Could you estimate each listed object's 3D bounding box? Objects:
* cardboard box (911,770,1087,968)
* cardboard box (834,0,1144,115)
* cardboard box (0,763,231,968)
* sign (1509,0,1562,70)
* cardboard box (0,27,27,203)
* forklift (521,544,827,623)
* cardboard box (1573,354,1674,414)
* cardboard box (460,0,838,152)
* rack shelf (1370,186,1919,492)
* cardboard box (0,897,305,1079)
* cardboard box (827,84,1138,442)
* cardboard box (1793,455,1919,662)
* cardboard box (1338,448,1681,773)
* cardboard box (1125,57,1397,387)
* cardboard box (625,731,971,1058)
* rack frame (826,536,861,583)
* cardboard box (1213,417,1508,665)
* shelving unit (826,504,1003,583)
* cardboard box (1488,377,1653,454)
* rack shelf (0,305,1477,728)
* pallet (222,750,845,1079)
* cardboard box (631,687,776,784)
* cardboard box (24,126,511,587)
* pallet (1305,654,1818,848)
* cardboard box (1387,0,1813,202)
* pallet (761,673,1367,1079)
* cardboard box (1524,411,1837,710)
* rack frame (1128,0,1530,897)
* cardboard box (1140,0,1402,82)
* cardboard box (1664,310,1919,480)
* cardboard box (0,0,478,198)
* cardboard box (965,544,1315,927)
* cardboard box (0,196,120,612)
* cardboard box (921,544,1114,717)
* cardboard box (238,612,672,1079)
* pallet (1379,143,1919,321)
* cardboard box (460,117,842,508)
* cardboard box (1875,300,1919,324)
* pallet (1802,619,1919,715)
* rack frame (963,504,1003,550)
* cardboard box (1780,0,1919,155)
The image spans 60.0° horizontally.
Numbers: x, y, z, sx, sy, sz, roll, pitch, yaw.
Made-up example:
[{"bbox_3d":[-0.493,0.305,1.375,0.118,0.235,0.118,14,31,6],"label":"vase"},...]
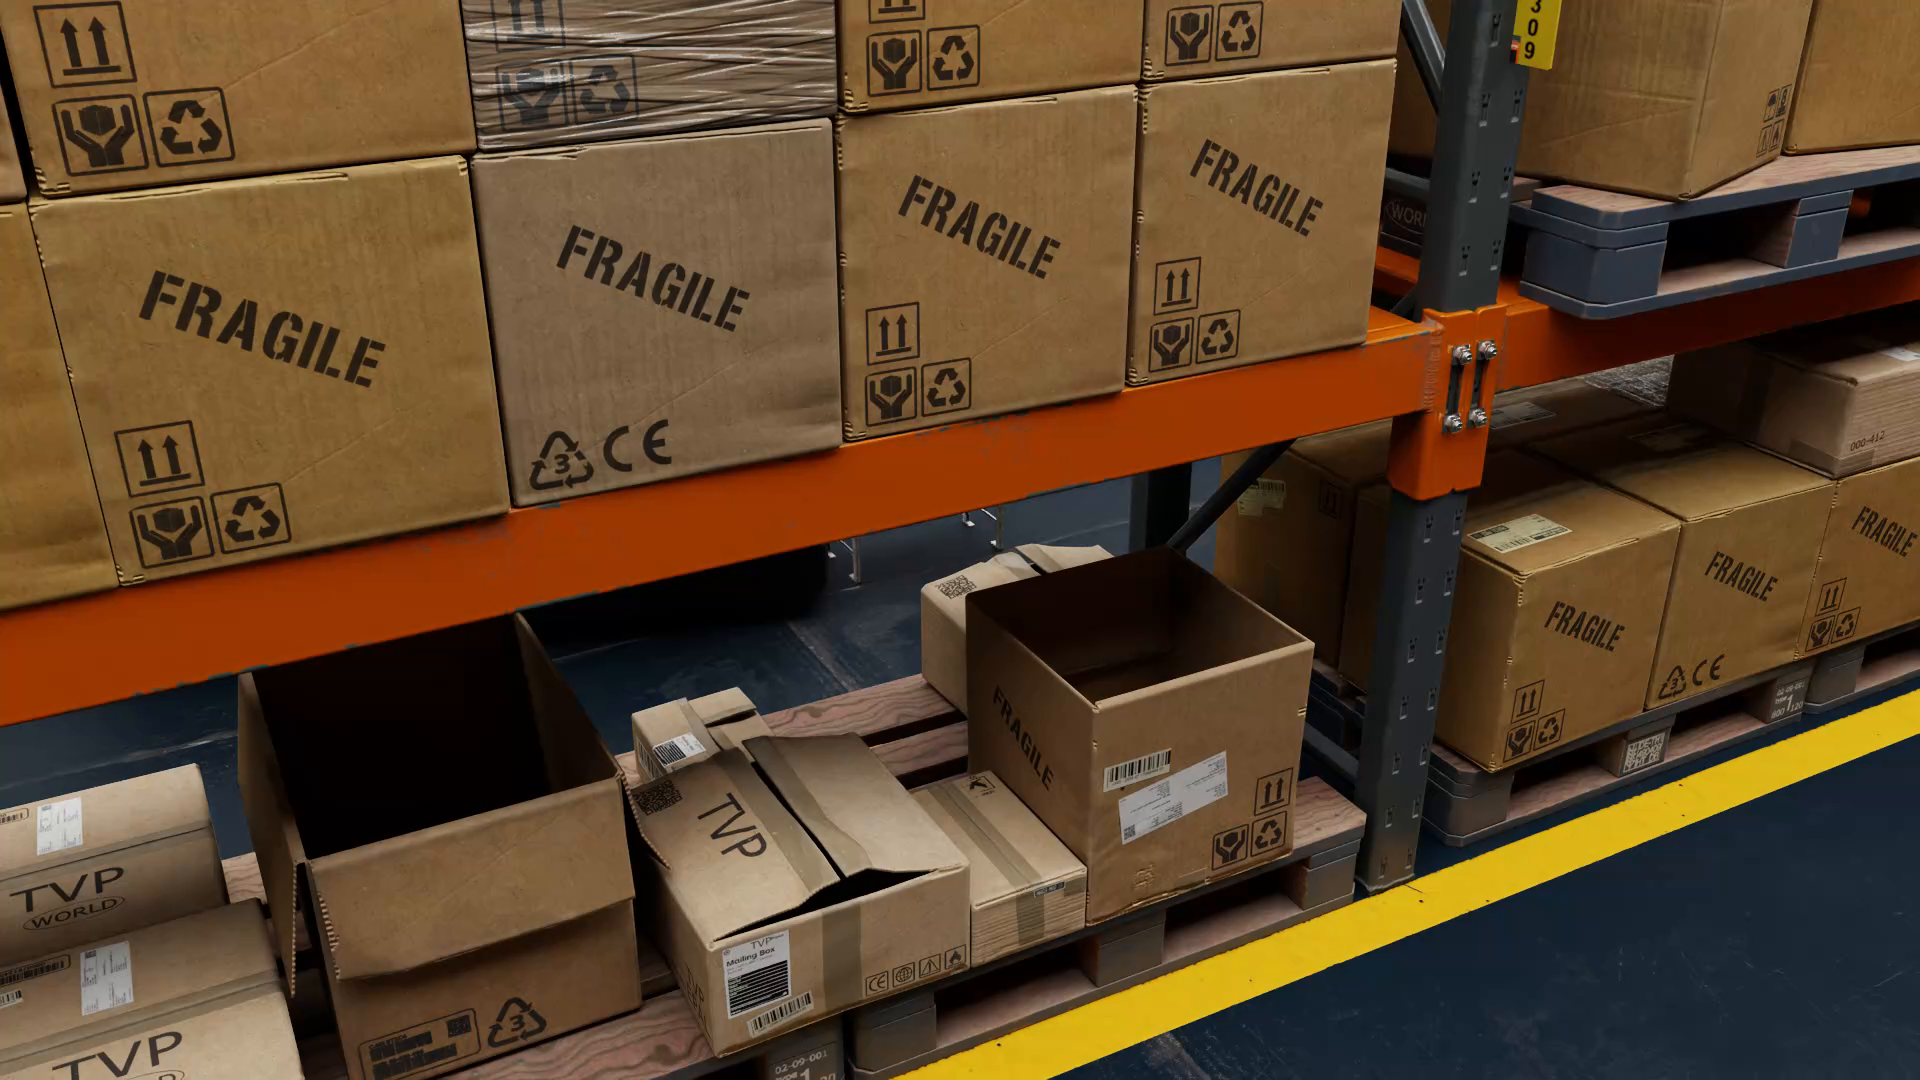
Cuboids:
[{"bbox_3d":[0.043,0.633,3.251,0.250,0.149,0.380,-13,29,-25],"label":"cardboard box"},{"bbox_3d":[-0.060,-0.966,2.525,0.500,0.500,0.500,-14,29,-26],"label":"cardboard box"},{"bbox_3d":[-1.598,0.692,3.012,0.500,0.250,0.500,-13,29,-25],"label":"cardboard box"},{"bbox_3d":[0.977,-0.962,2.787,0.005,0.325,0.100,-13,29,-25],"label":"sign"},{"bbox_3d":[-1.397,-0.657,1.883,0.500,0.500,0.500,-13,28,-24],"label":"cardboard box"},{"bbox_3d":[-1.951,-1.216,4.396,3.031,2.935,1.130,-4,26,-8],"label":"forklift"},{"bbox_3d":[1.898,-0.258,4.701,0.500,0.500,0.500,-13,28,-24],"label":"cardboard box"},{"bbox_3d":[-0.505,-0.863,2.311,0.500,0.500,0.500,-13,28,-25],"label":"cardboard box"},{"bbox_3d":[2.480,-0.860,4.407,4.000,0.370,1.077,-13,29,-25],"label":"rack shelf"},{"bbox_3d":[-1.319,0.873,2.635,0.500,0.250,0.500,-13,29,-25],"label":"cardboard box"},{"bbox_3d":[-0.060,-0.517,2.745,0.500,0.500,0.500,-12,28,-24],"label":"cardboard box"},{"bbox_3d":[2.166,-0.066,4.301,0.500,0.500,0.500,-13,28,-24],"label":"cardboard box"},{"bbox_3d":[1.256,0.146,3.860,0.500,0.500,0.500,-14,29,-27],"label":"cardboard box"},{"bbox_3d":[0.395,-0.622,2.965,0.500,0.500,0.500,-12,28,-24],"label":"cardboard box"},{"bbox_3d":[-0.316,0.614,3.104,0.500,0.311,0.500,-13,29,-25],"label":"cardboard box"},{"bbox_3d":[-0.360,-0.458,4.817,0.015,1.200,0.240,-13,29,-25],"label":"rack frame"},{"bbox_3d":[1.015,-0.059,4.286,0.500,0.500,0.500,-13,29,-25],"label":"cardboard box"},{"bbox_3d":[-0.144,-0.508,4.920,0.503,1.200,0.258,-13,29,-25],"label":"shelving unit"},{"bbox_3d":[1.456,-0.156,4.489,0.500,0.500,0.500,-13,29,-25],"label":"cardboard box"},{"bbox_3d":[-1.050,-0.045,2.710,4.000,0.370,1.077,-13,29,-25],"label":"rack shelf"},{"bbox_3d":[-0.969,0.870,3.195,1.213,0.211,1.003,-13,29,-25],"label":"pallet"},{"bbox_3d":[-0.516,0.485,3.540,0.250,0.166,0.380,-13,29,-25],"label":"cardboard box"},{"bbox_3d":[-0.960,-0.307,2.307,0.500,0.500,0.500,-13,28,-24],"label":"cardboard box"},{"bbox_3d":[1.415,0.300,4.382,1.213,0.211,1.003,-13,29,-25],"label":"pallet"},{"bbox_3d":[1.238,-1.023,3.313,0.700,0.500,0.500,22,33,37],"label":"cardboard box"},{"bbox_3d":[0.108,0.620,3.716,1.213,0.211,1.003,-13,29,-25],"label":"pallet"},{"bbox_3d":[1.722,0.033,4.095,0.500,0.500,0.500,-13,28,-24],"label":"cardboard box"},{"bbox_3d":[0.715,-0.777,3.403,0.127,3.000,1.000,-13,29,-25],"label":"rack frame"},{"bbox_3d":[0.391,-1.071,2.744,0.500,0.500,0.500,-13,28,-25],"label":"cardboard box"},{"bbox_3d":[2.139,-0.396,4.122,0.500,0.250,0.500,-13,29,-25],"label":"cardboard box"},{"bbox_3d":[-0.950,-0.761,2.099,0.500,0.500,0.500,-13,29,-26],"label":"cardboard box"},{"bbox_3d":[0.346,0.376,3.381,0.500,0.500,0.500,-13,29,-25],"label":"cardboard box"},{"bbox_3d":[-1.402,-0.205,2.097,0.500,0.500,0.500,-13,29,-25],"label":"cardboard box"},{"bbox_3d":[0.243,0.240,3.884,0.500,0.311,0.500,-13,29,-25],"label":"cardboard box"},{"bbox_3d":[-0.940,0.535,3.047,0.637,0.503,0.797,-13,29,-25],"label":"cardboard box"},{"bbox_3d":[1.471,-0.812,3.697,1.213,0.211,1.003,-13,29,-25],"label":"pallet"},{"bbox_3d":[-0.512,-0.411,2.526,0.500,0.500,0.500,-12,28,-24],"label":"cardboard box"},{"bbox_3d":[2.581,-0.498,4.335,0.500,0.250,0.500,-14,29,-26],"label":"cardboard box"},{"bbox_3d":[2.493,0.050,4.903,1.213,0.211,1.003,-13,29,-25],"label":"pallet"},{"bbox_3d":[0.071,-0.557,5.023,0.015,1.200,0.240,-13,29,-25],"label":"rack frame"},{"bbox_3d":[1.815,-1.187,3.656,0.500,0.500,0.700,-8,27,-17],"label":"cardboard box"}]
